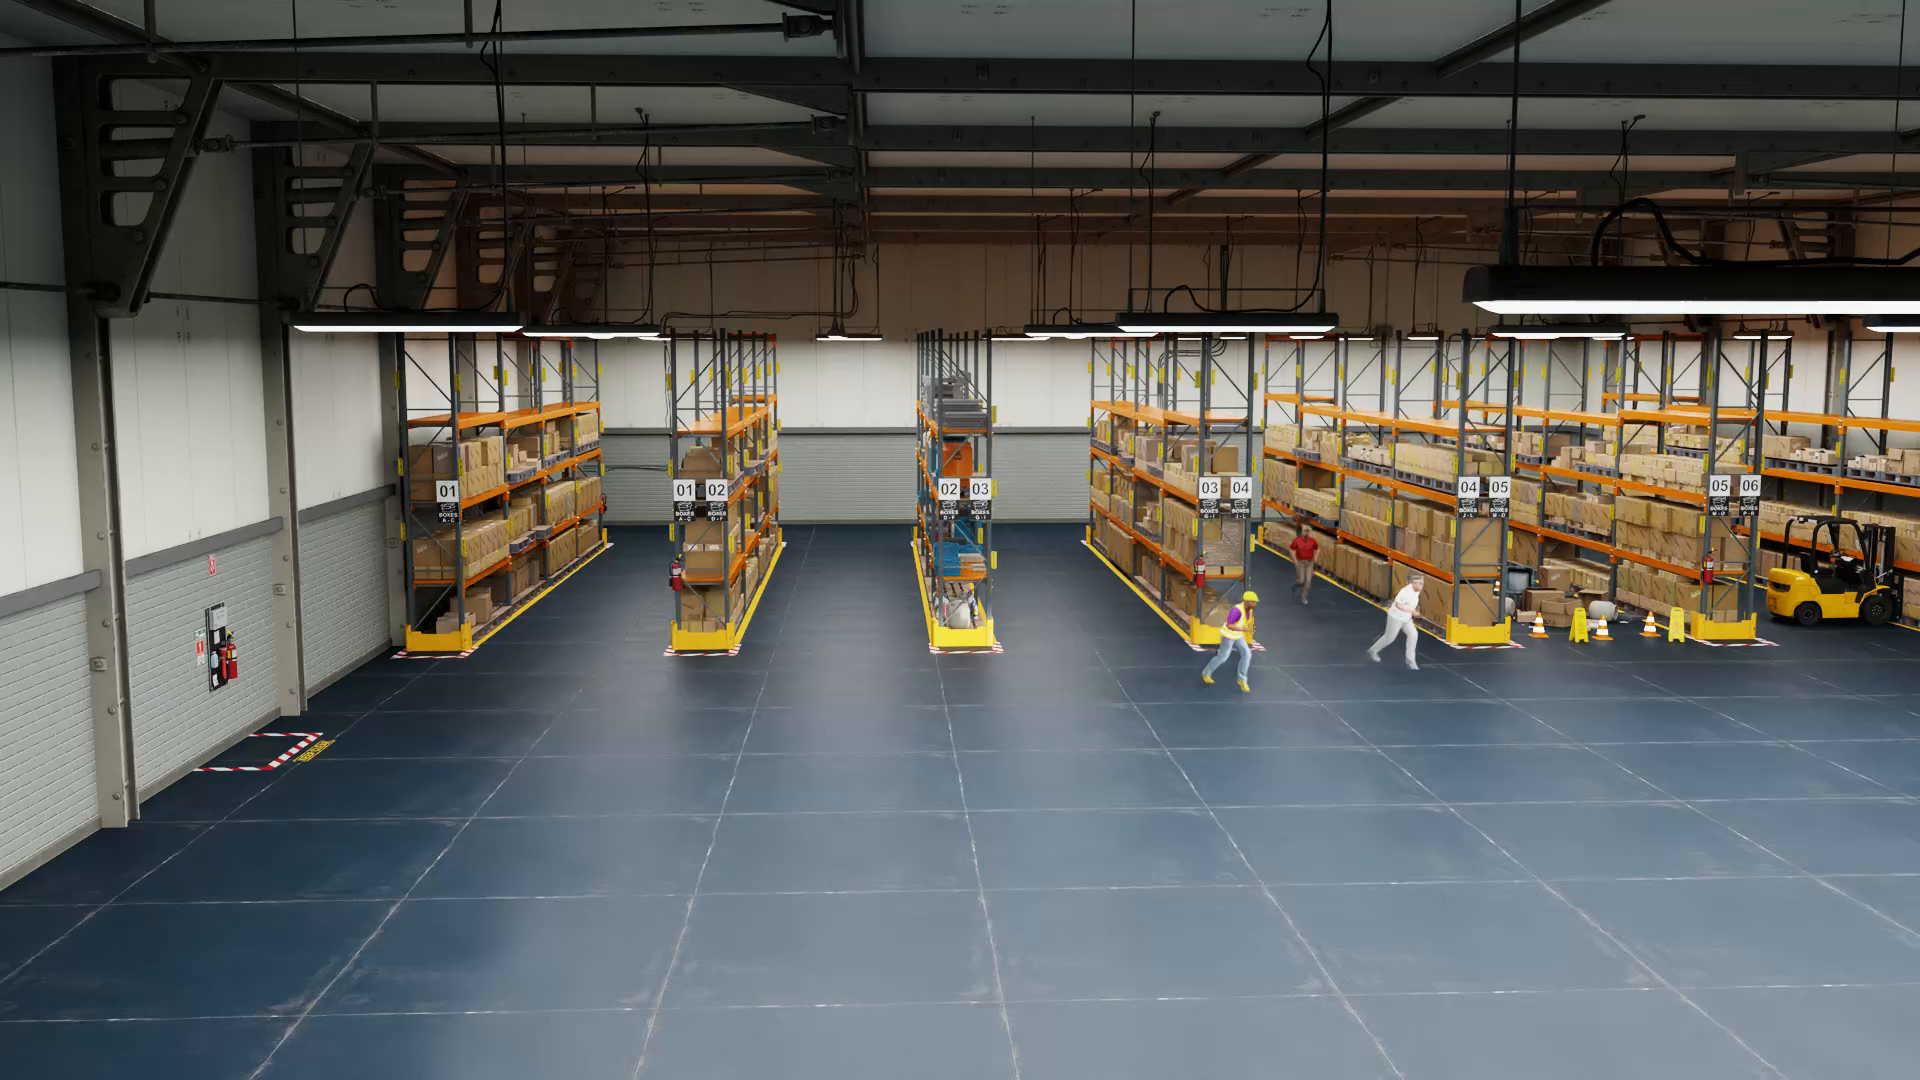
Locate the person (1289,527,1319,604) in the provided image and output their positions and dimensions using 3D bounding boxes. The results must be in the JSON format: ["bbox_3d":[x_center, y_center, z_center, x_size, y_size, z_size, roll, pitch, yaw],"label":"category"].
[{"bbox_3d":[7.655,0.548,36.906,0.653,1.700,0.646,-1,7,-4],"label":"person"}]

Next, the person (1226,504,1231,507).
[{"bbox_3d":[7.455,-0.531,45.798,0.678,1.734,0.608,0,7,-3],"label":"person"}]

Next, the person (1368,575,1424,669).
[{"bbox_3d":[7.776,1.443,29.626,1.020,1.722,0.706,6,9,40],"label":"person"}]

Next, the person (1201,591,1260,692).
[{"bbox_3d":[4.504,1.670,27.667,1.037,1.715,0.747,5,9,38],"label":"person"}]
